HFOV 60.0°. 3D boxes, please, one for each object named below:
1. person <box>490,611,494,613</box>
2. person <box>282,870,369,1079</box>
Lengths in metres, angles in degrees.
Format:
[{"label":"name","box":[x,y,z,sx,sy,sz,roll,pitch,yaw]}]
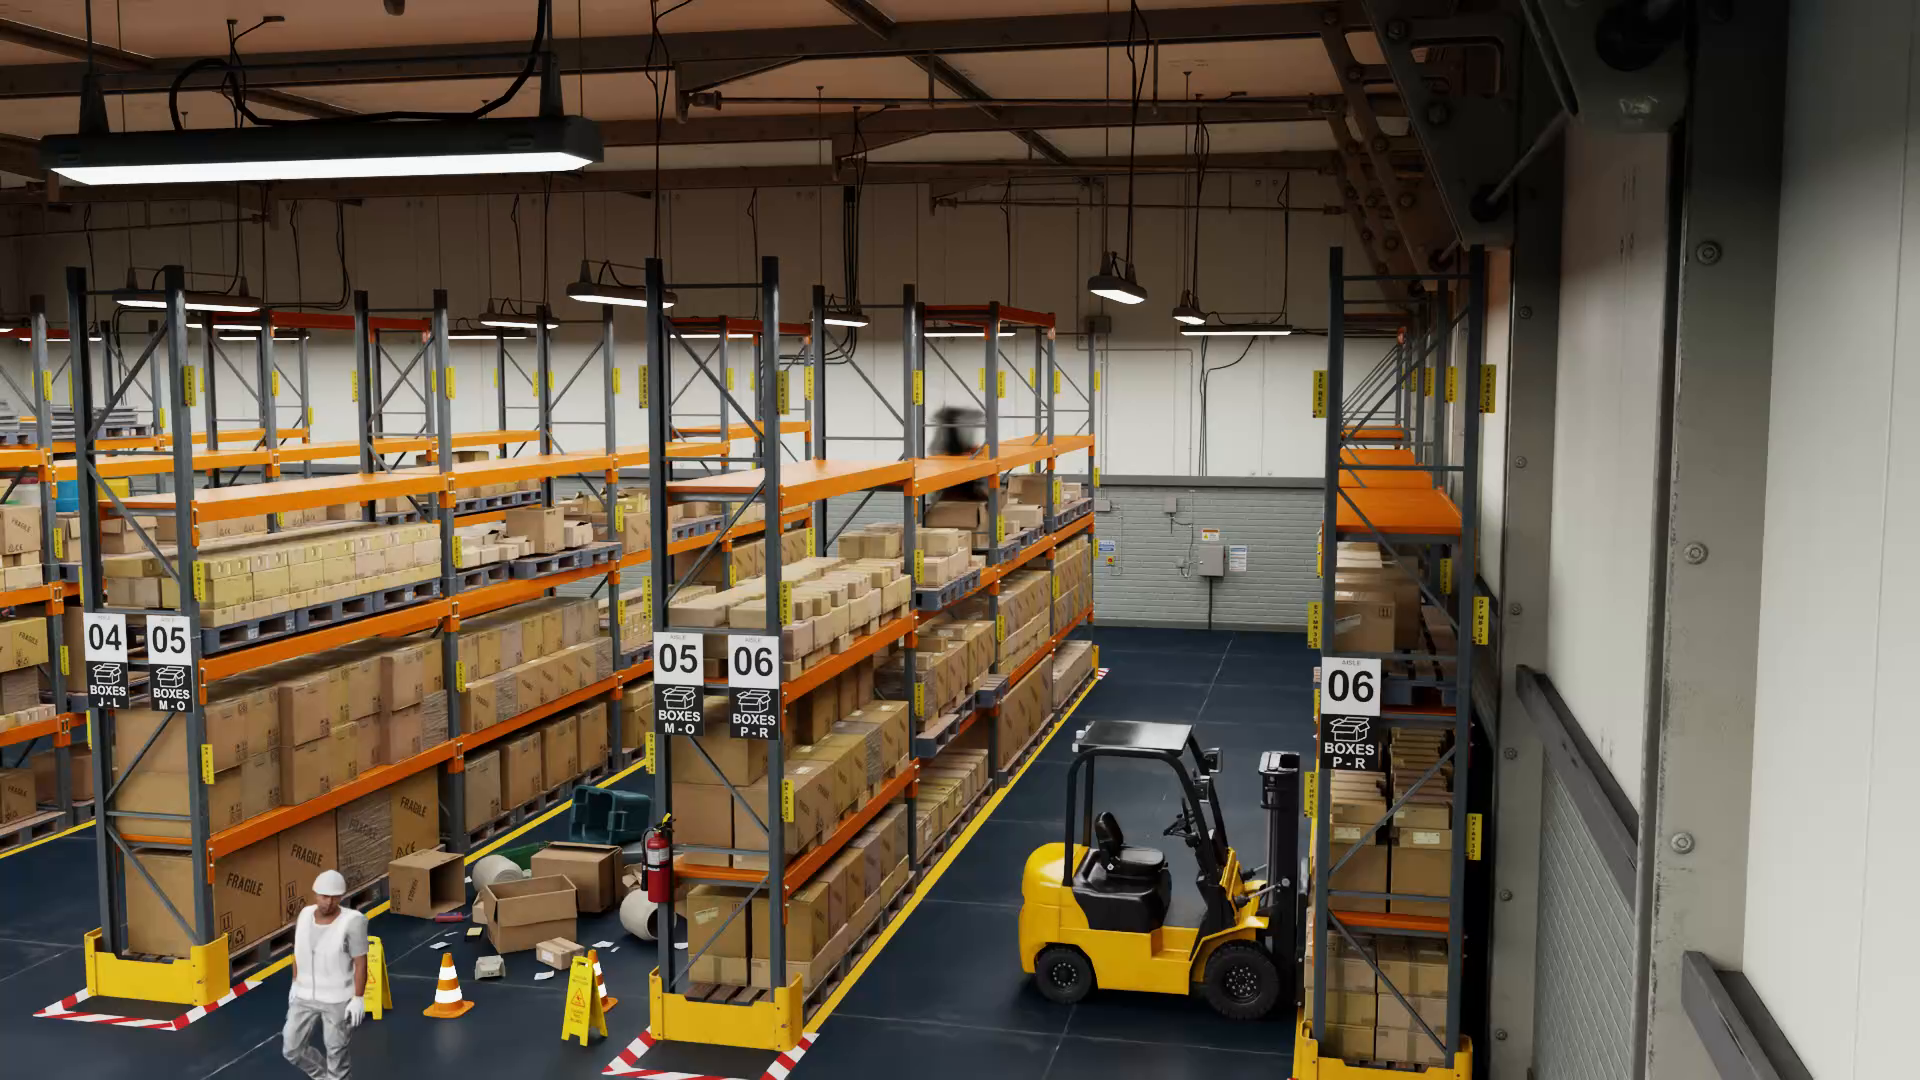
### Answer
[{"label":"person","box":[-7.128,1.823,25.784,0.535,1.492,0.741,1,6,7]},{"label":"person","box":[-4.360,3.123,11.444,0.658,1.769,0.441,1,6,10]}]
